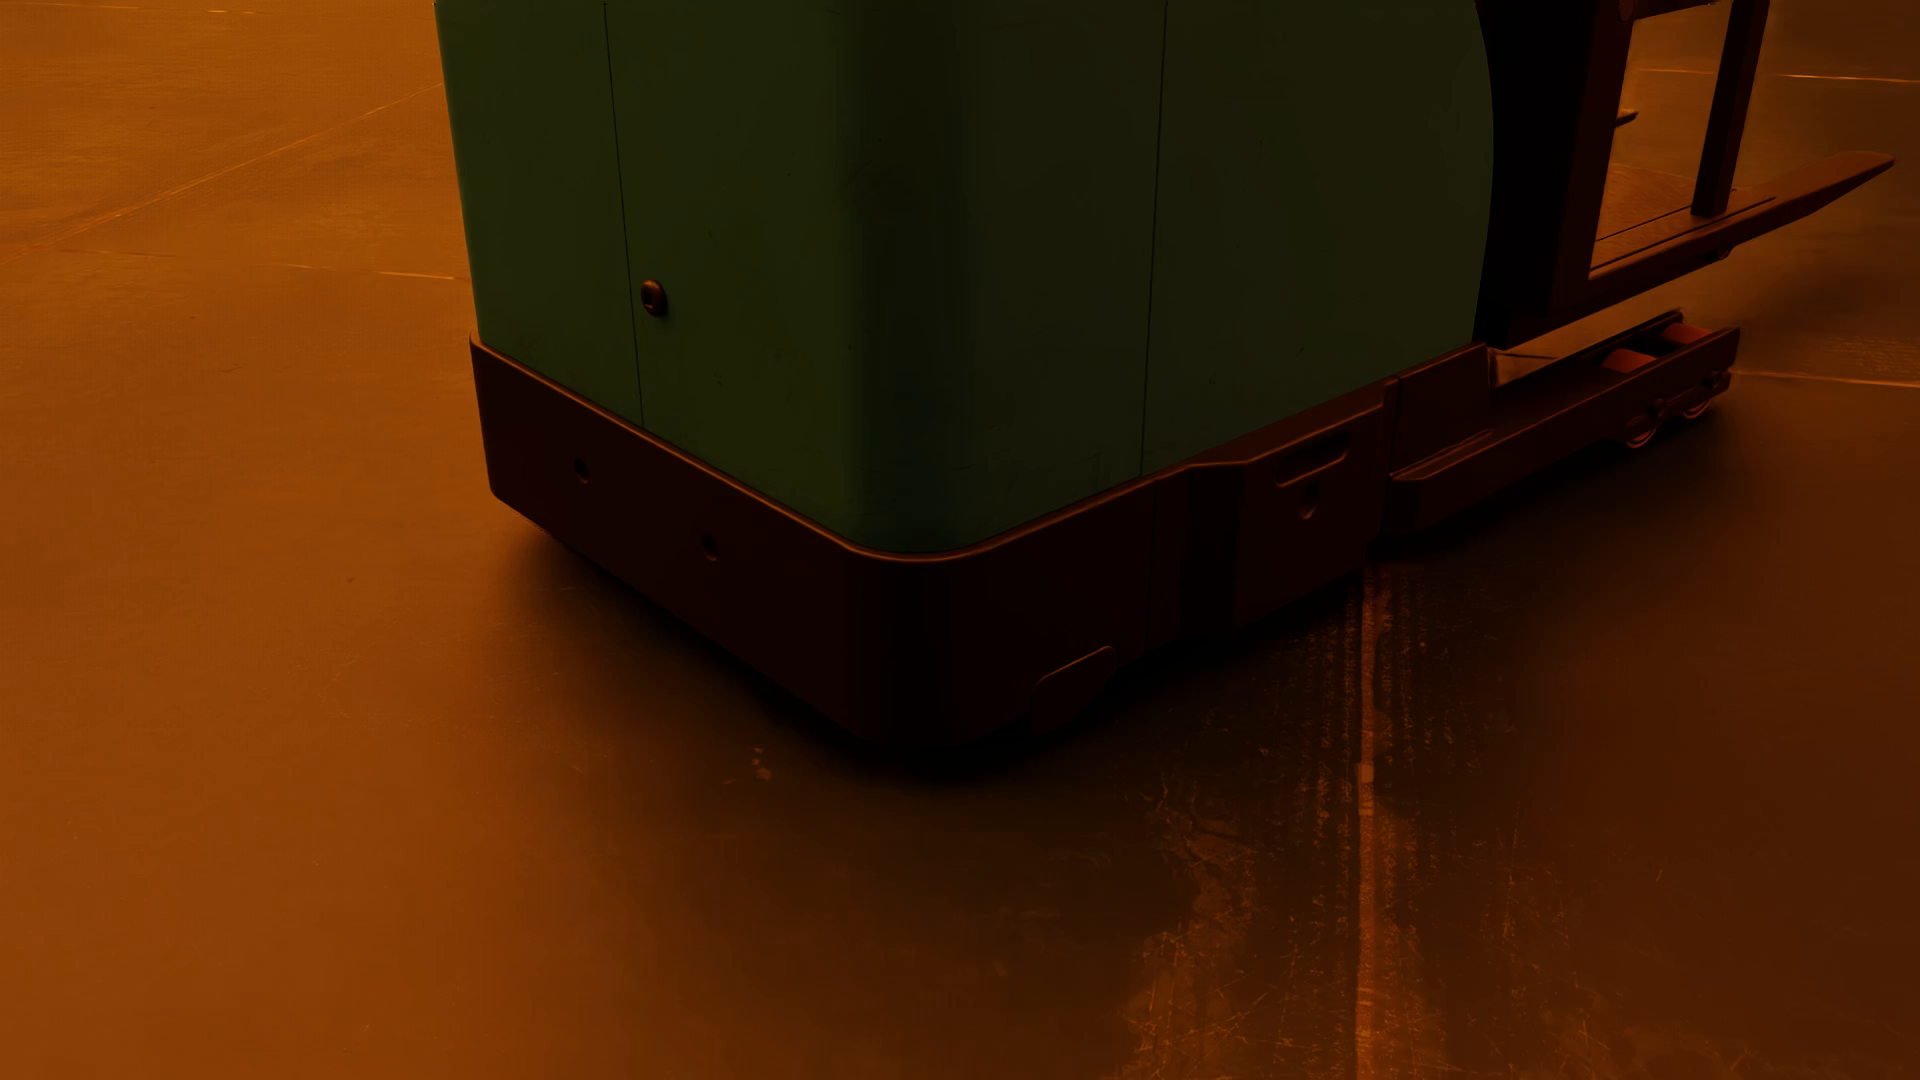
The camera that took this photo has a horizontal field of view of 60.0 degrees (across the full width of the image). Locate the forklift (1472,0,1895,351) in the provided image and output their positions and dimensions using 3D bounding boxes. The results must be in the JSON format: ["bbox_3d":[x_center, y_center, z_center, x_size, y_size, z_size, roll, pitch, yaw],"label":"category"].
[{"bbox_3d":[0.776,-1.614,2.516,2.884,2.867,1.101,-22,34,-37],"label":"forklift"}]
